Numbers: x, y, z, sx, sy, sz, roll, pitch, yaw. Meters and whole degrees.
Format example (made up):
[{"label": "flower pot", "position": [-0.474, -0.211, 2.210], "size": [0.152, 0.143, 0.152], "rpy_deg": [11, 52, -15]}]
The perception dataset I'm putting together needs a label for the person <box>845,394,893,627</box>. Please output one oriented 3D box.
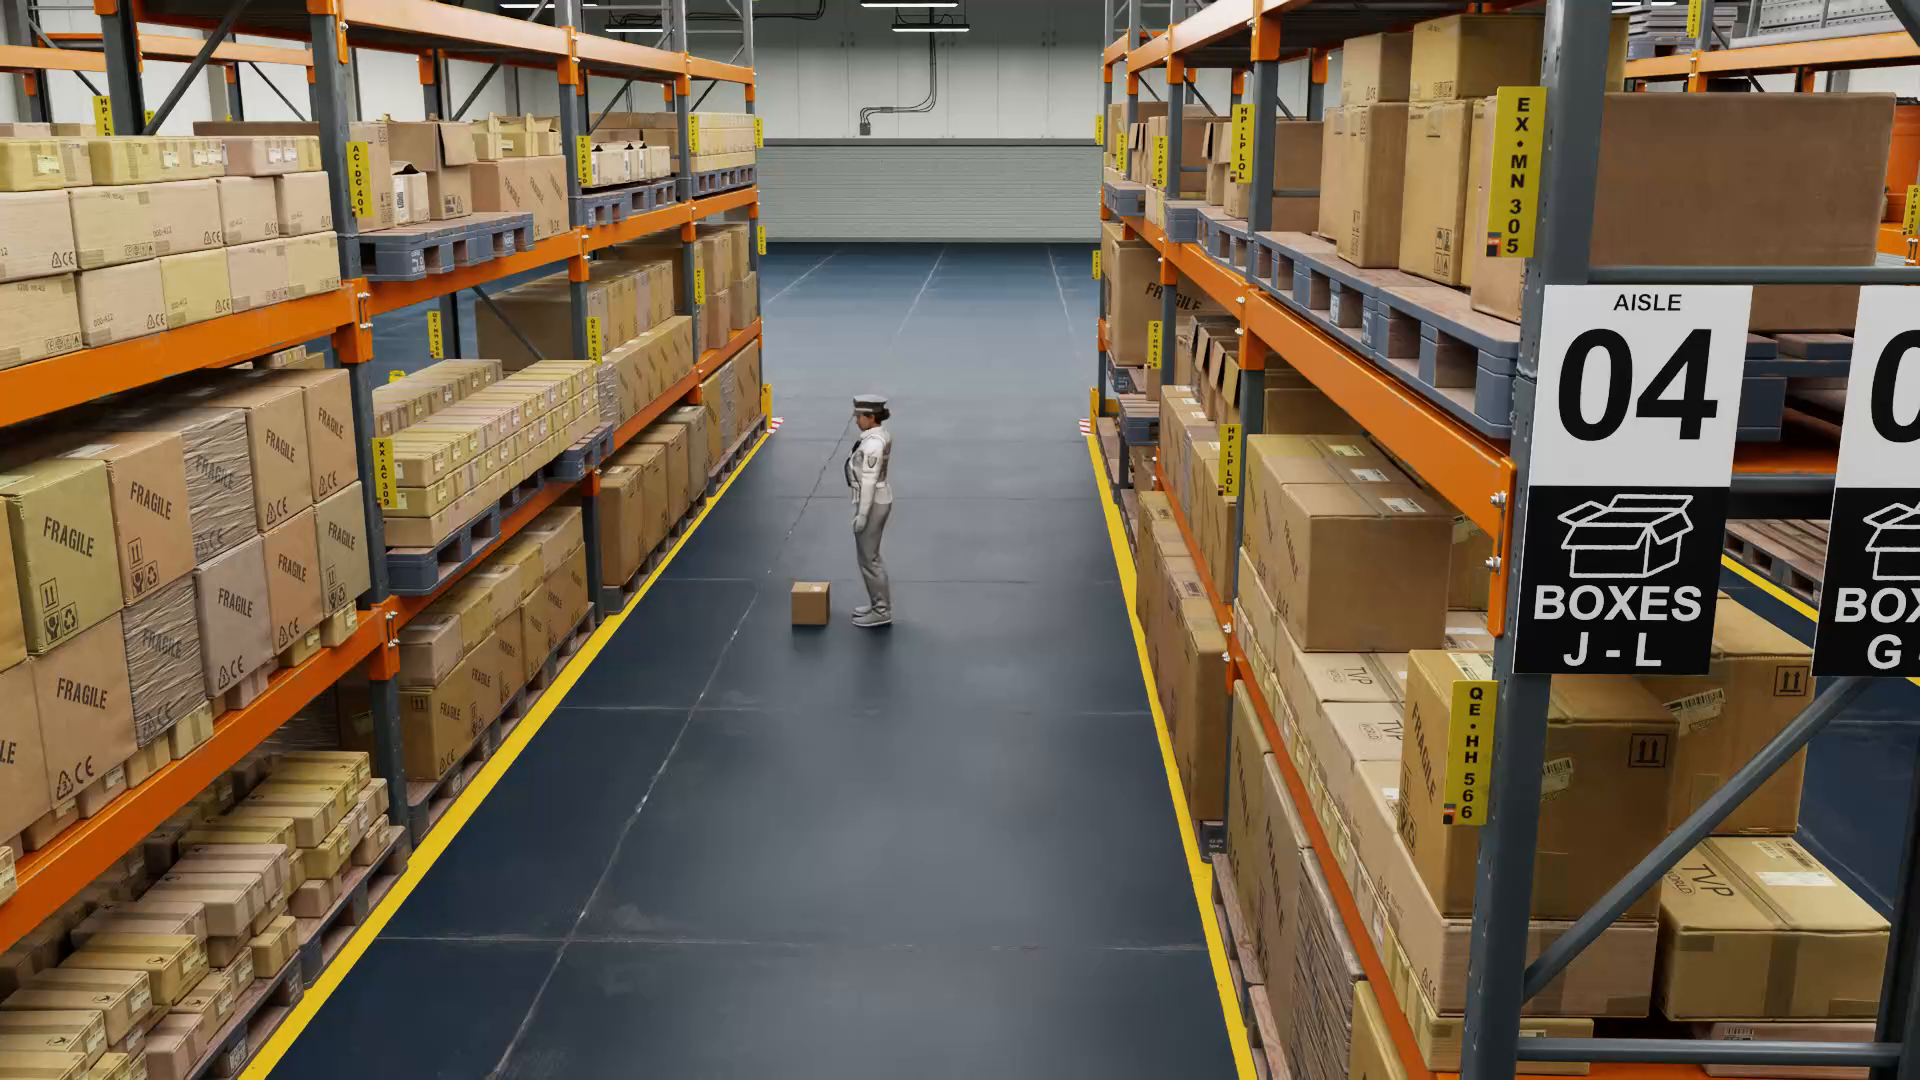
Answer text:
[{"label": "person", "position": [-0.643, -0.214, 11.872], "size": [0.328, 1.664, 0.469], "rpy_deg": [1, 14, 3]}]
